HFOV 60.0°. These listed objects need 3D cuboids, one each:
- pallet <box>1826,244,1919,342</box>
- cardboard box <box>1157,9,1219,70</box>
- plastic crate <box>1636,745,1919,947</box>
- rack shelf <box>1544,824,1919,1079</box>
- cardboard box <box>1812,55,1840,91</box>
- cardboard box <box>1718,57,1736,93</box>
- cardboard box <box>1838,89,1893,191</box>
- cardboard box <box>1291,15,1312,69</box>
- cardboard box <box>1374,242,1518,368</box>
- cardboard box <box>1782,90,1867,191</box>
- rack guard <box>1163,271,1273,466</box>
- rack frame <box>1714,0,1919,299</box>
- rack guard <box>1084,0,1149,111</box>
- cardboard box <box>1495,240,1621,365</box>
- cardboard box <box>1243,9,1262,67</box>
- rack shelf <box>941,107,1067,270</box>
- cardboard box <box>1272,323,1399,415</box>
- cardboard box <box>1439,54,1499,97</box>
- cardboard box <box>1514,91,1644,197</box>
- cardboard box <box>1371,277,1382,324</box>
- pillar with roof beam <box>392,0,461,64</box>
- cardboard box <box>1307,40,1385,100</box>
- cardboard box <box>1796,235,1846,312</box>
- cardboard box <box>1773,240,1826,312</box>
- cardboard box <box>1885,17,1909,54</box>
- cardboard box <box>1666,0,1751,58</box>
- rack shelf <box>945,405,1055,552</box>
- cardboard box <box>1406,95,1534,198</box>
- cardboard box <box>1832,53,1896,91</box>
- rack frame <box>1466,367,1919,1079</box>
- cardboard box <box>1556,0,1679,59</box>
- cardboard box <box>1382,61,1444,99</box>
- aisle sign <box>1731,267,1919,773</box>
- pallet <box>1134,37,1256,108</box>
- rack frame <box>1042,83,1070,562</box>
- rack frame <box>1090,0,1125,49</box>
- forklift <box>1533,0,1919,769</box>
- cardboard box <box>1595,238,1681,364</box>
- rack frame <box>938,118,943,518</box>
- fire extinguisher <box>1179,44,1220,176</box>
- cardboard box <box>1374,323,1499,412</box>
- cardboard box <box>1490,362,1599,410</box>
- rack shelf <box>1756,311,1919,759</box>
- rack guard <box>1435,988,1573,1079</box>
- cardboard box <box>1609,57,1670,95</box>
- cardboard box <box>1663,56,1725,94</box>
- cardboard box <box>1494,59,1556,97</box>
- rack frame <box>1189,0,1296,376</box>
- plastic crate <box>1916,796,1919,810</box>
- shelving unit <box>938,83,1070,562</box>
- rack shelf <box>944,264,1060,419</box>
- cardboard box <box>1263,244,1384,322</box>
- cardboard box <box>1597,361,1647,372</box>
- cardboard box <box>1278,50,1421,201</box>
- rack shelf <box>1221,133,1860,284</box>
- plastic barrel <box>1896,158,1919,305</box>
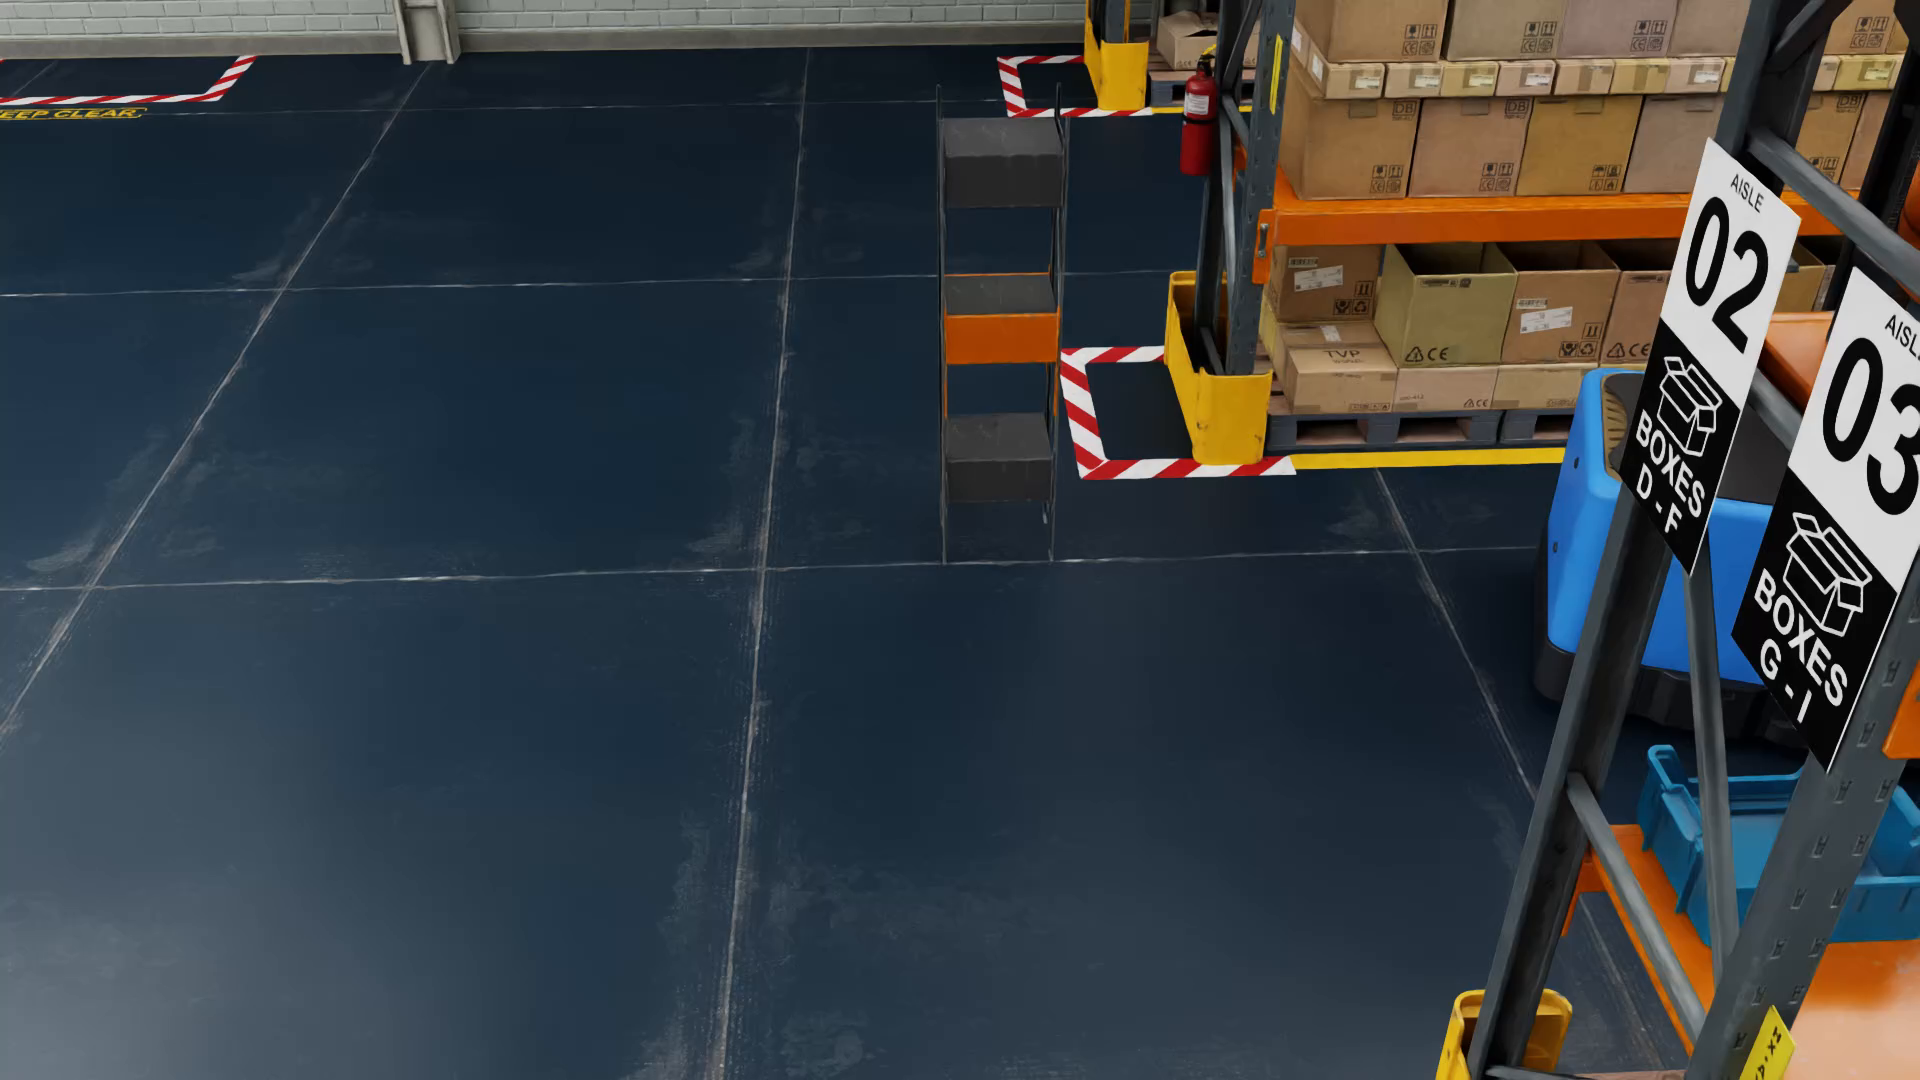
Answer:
[{"bbox_3d":[2.407,-0.248,3.002,1.213,0.211,1.003,-2,35,-2],"label":"pallet"},{"bbox_3d":[1.803,-3.799,12.580,0.500,0.311,0.500,-5,35,-8],"label":"cardboard box"},{"bbox_3d":[2.062,0.752,4.158,0.616,0.251,0.499,-2,35,-2],"label":"plastic crate"},{"bbox_3d":[3.574,1.117,4.133,4.000,0.370,1.077,-2,35,-2],"label":"rack shelf"},{"bbox_3d":[3.811,-2.194,7.627,0.250,0.149,0.380,-1,35,-1],"label":"cardboard box"},{"bbox_3d":[3.546,-2.185,7.614,0.250,0.149,0.380,0,35,-1],"label":"cardboard box"},{"bbox_3d":[4.372,-2.056,7.998,0.500,0.500,0.700,-2,35,-3],"label":"cardboard box"},{"bbox_3d":[1.718,-2.367,7.877,0.250,0.149,0.380,-2,35,-3],"label":"cardboard box"},{"bbox_3d":[2.391,-1.194,8.227,0.500,0.500,0.500,-2,35,-2],"label":"cardboard box"},{"bbox_3d":[3.870,-2.045,7.981,0.500,0.500,0.700,-1,35,-2],"label":"cardboard box"},{"bbox_3d":[1.322,-0.912,8.629,0.348,0.500,1.175,-2,35,-2],"label":"rack guard"},{"bbox_3d":[1.576,-1.592,2.143,0.127,3.000,1.000,-2,35,-2],"label":"rack frame"},{"bbox_3d":[1.183,-3.731,12.702,0.348,0.500,1.175,-2,35,-2],"label":"rack guard"},{"bbox_3d":[2.890,-1.215,8.257,0.500,0.500,0.500,-2,35,-2],"label":"cardboard box"},{"bbox_3d":[2.372,-3.815,12.602,0.500,0.311,0.500,1,35,2],"label":"cardboard box"},{"bbox_3d":[0.165,-1.432,6.768,0.480,0.518,0.431,-2,35,-2],"label":"rack shelf"},{"bbox_3d":[1.892,-0.871,8.420,0.500,0.250,0.500,-2,35,-2],"label":"cardboard box"},{"bbox_3d":[2.260,-2.151,7.565,0.250,0.149,0.380,-1,35,-2],"label":"cardboard box"},{"bbox_3d":[2.833,-2.014,7.937,0.500,0.500,0.700,-1,35,-2],"label":"cardboard box"},{"bbox_3d":[2.366,-1.186,8.874,0.500,0.250,0.500,-2,35,-2],"label":"cardboard box"},{"bbox_3d":[-4.024,-5.125,7.248,0.400,9.000,9.100,-2,35,-2],"label":"pillar with roof beam"},{"bbox_3d":[1.748,-2.137,7.544,0.250,0.149,0.380,-2,35,-3],"label":"cardboard box"},{"bbox_3d":[4.388,-1.255,8.316,0.500,0.500,0.500,-2,35,-2],"label":"cardboard box"},{"bbox_3d":[3.889,-1.240,8.294,0.500,0.500,0.500,-2,35,-2],"label":"cardboard box"},{"bbox_3d":[4.393,-2.593,7.633,0.500,0.500,0.700,-2,35,-2],"label":"cardboard box"},{"bbox_3d":[3.394,-2.567,7.596,0.500,0.500,0.700,-2,35,-2],"label":"cardboard box"},{"bbox_3d":[0.165,-0.281,7.565,0.480,0.518,0.431,-2,35,-2],"label":"rack shelf"},{"bbox_3d":[4.548,-1.777,8.332,4.930,1.340,1.023,-1,35,-1],"label":"cardboard box"},{"bbox_3d":[4.063,-2.201,7.637,0.250,0.149,0.380,-2,35,-2],"label":"cardboard box"},{"bbox_3d":[1.576,0.875,3.850,0.127,3.000,1.000,-2,35,-2],"label":"rack frame"},{"bbox_3d":[2.894,-2.553,7.576,0.500,0.500,0.700,-1,35,-2],"label":"cardboard box"},{"bbox_3d":[2.011,-2.146,7.556,0.250,0.149,0.380,-2,35,-3],"label":"cardboard box"},{"bbox_3d":[1.518,-0.026,2.867,0.004,0.787,0.394,-2,35,-2],"label":"aisle sign"},{"bbox_3d":[1.996,-3.614,12.786,1.213,0.211,1.003,-2,35,-2],"label":"pallet"},{"bbox_3d":[0.409,-0.874,7.168,0.015,2.100,0.400,-2,35,-2],"label":"rack frame"},{"bbox_3d":[1.107,-4.757,11.987,0.127,3.000,1.000,-2,35,-2],"label":"rack frame"},{"bbox_3d":[2.632,-0.769,6.286,5.695,2.935,1.130,9,36,13],"label":"forklift"},{"bbox_3d":[3.390,-1.218,8.263,0.500,0.500,0.500,-2,35,-2],"label":"cardboard box"},{"bbox_3d":[-0.078,-0.861,7.148,0.006,1.831,0.380,-2,35,-2],"label":"rack frame"},{"bbox_3d":[1.205,-2.170,8.318,0.183,0.674,0.296,-2,35,-2],"label":"fire extinguisher"},{"bbox_3d":[2.391,-0.886,8.442,0.500,0.250,0.500,-2,35,-2],"label":"cardboard box"},{"bbox_3d":[2.890,-0.900,8.461,0.500,0.250,0.500,-2,35,-2],"label":"cardboard box"},{"bbox_3d":[3.574,-0.117,3.279,4.000,0.370,1.077,-2,35,-2],"label":"rack shelf"},{"bbox_3d":[1.650,1.874,4.603,0.348,0.500,1.175,-2,35,-2],"label":"rack guard"},{"bbox_3d":[3.034,-2.173,7.596,0.250,0.149,0.380,-2,35,-3],"label":"cardboard box"},{"bbox_3d":[3.283,-2.178,7.603,0.250,0.149,0.380,-1,35,-2],"label":"cardboard box"},{"bbox_3d":[2.513,-2.157,7.573,0.250,0.149,0.380,-2,35,-3],"label":"cardboard box"},{"bbox_3d":[1.346,-1.941,7.919,0.127,3.000,1.000,-2,35,-2],"label":"rack frame"},{"bbox_3d":[2.711,0.738,4.178,0.408,0.251,0.499,-2,35,-2],"label":"plastic crate"},{"bbox_3d":[0.168,-0.868,7.159,0.499,2.100,0.431,-2,35,-2],"label":"shelving unit"},{"bbox_3d":[0.165,-0.857,7.167,0.480,0.518,0.431,-2,35,-2],"label":"rack shelf"},{"bbox_3d":[1.867,-1.475,8.633,0.500,0.500,0.500,-2,35,-2],"label":"cardboard box"},{"bbox_3d":[3.390,-0.910,8.477,0.500,0.250,0.500,-2,35,-2],"label":"cardboard box"},{"bbox_3d":[1.812,-1.987,7.898,0.500,0.500,0.700,-2,35,-2],"label":"cardboard box"},{"bbox_3d":[3.343,-1.699,8.201,4.000,0.370,1.077,-2,35,-2],"label":"rack shelf"},{"bbox_3d":[2.056,-0.793,2.878,0.708,0.830,0.600,-2,35,-2],"label":"plastic barrel"}]
